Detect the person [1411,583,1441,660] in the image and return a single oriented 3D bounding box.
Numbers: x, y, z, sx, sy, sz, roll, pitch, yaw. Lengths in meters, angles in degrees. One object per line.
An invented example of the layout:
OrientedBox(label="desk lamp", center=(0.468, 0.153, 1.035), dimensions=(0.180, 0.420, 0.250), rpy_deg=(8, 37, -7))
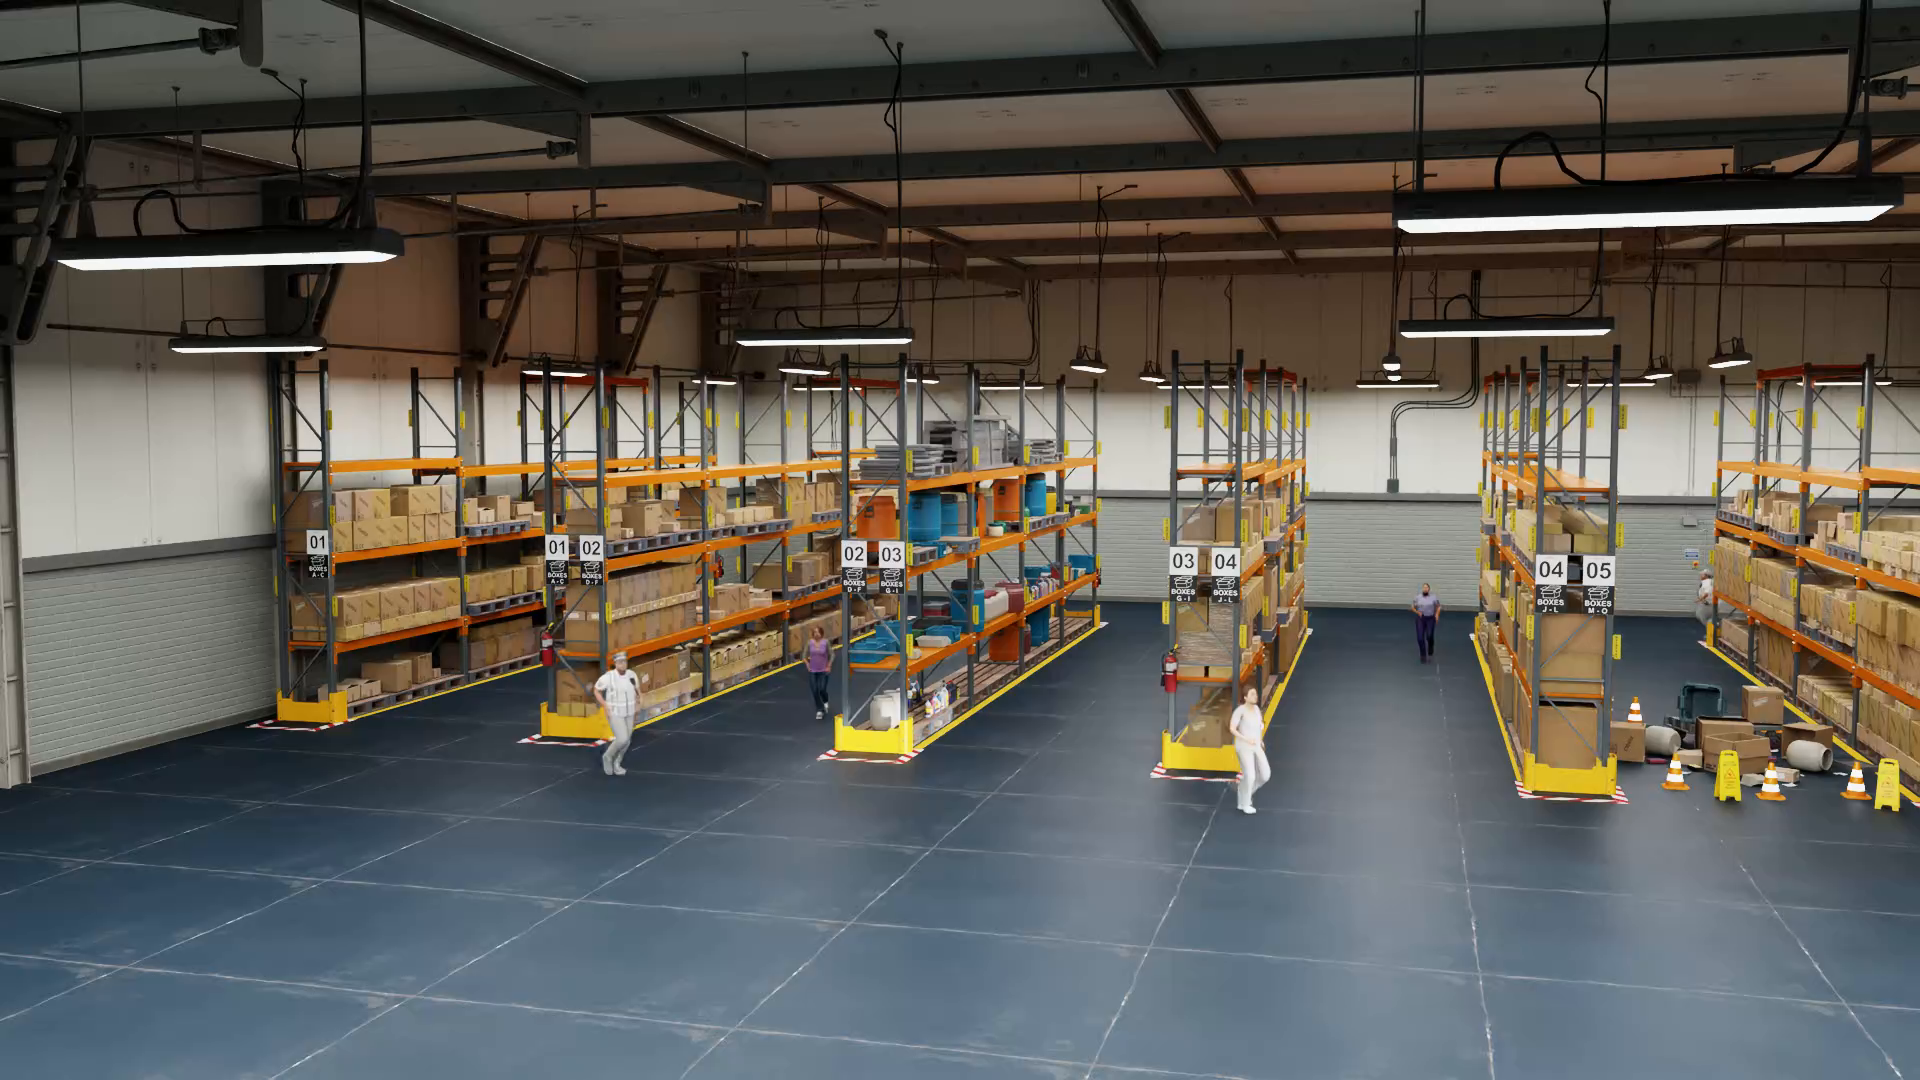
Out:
OrientedBox(label="person", center=(9.730, 1.707, 34.744), dimensions=(0.601, 1.608, 0.541), rpy_deg=(1, 4, 19))

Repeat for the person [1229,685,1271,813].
OrientedBox(label="person", center=(3.682, 2.661, 21.191), dimensions=(0.583, 1.635, 0.553), rpy_deg=(-3, 5, -33))

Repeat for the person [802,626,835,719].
OrientedBox(label="person", center=(-2.387, 2.217, 27.910), dimensions=(0.543, 1.567, 0.530), rpy_deg=(0, 4, 5))

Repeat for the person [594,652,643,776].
OrientedBox(label="person", center=(-4.739, 2.441, 23.422), dimensions=(0.639, 1.760, 0.631), rpy_deg=(-4, 6, -44))

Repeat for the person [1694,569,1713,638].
OrientedBox(label="person", center=(17.113, 1.467, 38.129), dimensions=(0.516, 1.599, 0.676), rpy_deg=(2, 5, 29))
